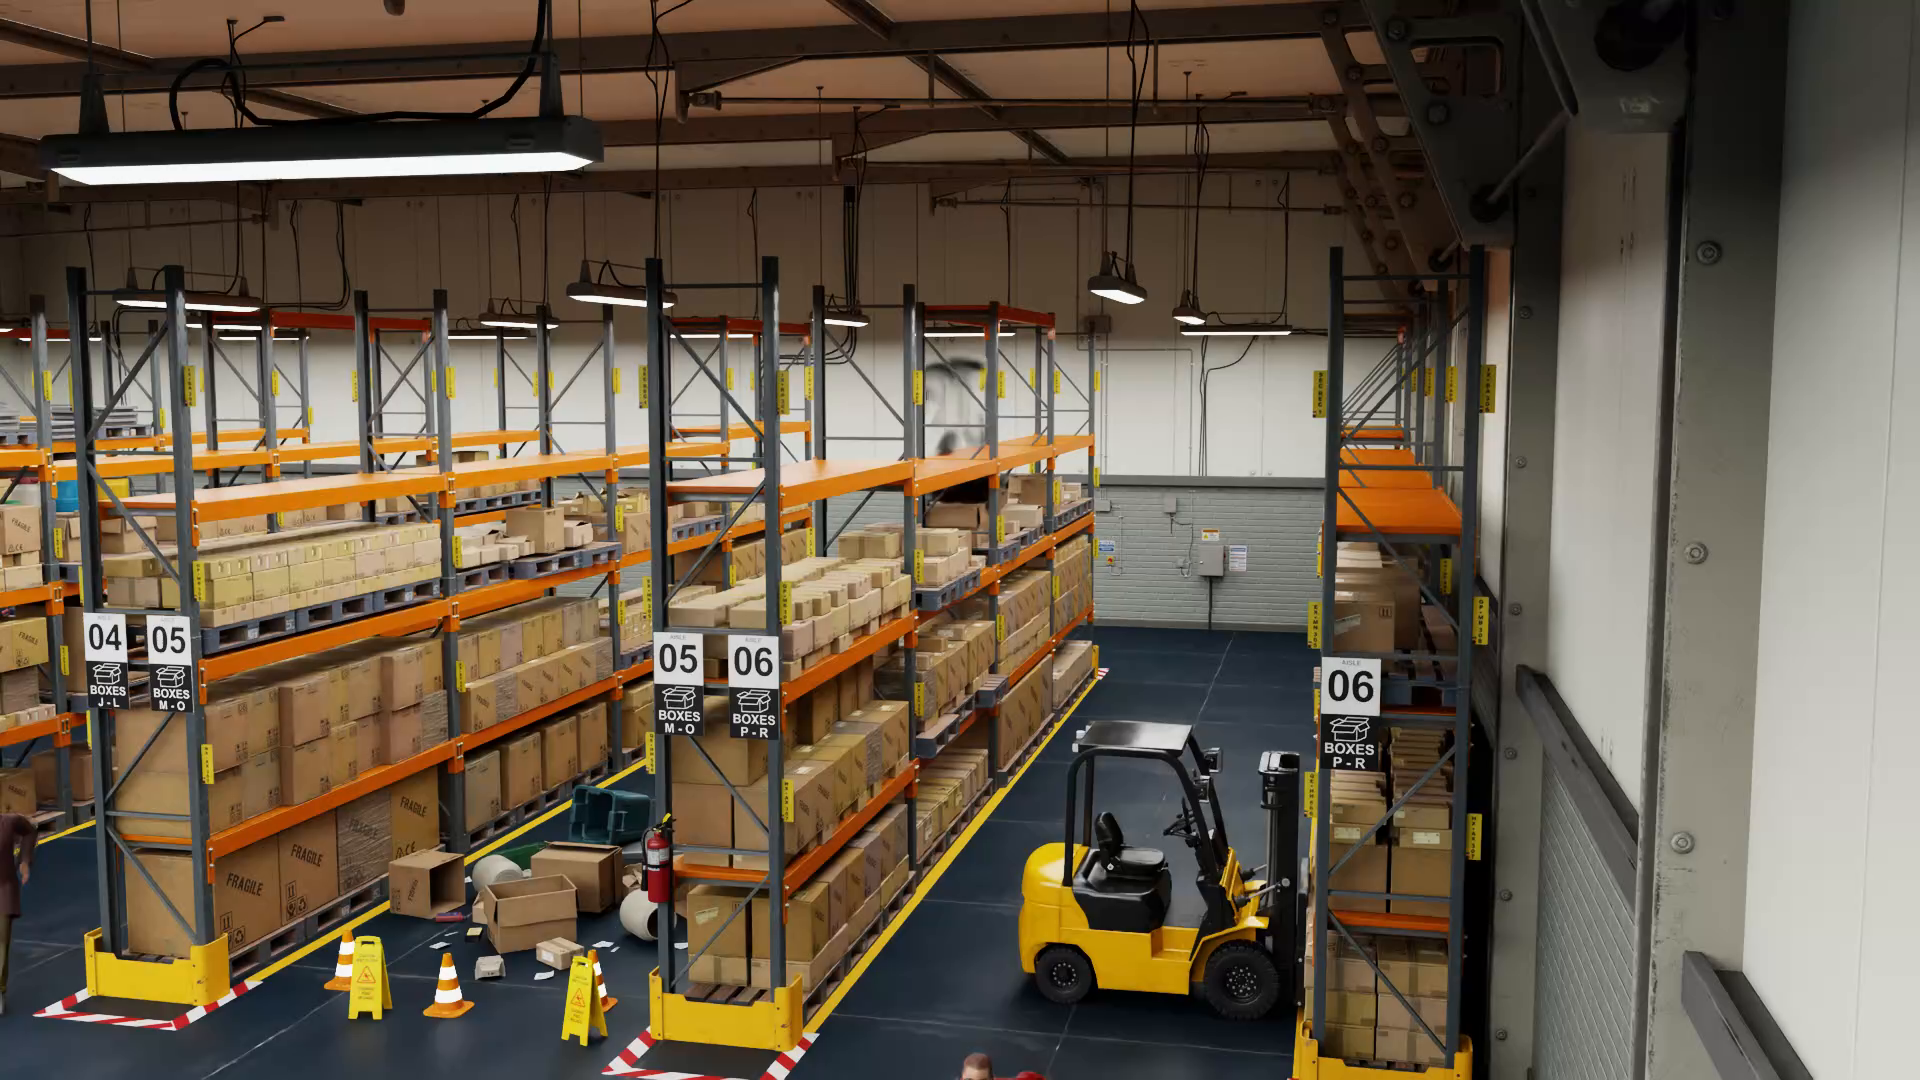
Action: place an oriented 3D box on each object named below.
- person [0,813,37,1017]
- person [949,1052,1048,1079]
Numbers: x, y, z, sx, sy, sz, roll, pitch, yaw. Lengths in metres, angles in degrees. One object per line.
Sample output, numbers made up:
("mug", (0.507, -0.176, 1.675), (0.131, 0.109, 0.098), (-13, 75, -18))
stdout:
("person", (-7.989, 2.900, 13.684), (0.722, 1.765, 1.184), (-3, 7, -28))
("person", (0.164, 3.473, 9.082), (0.708, 1.697, 1.007), (1, 6, 8))
